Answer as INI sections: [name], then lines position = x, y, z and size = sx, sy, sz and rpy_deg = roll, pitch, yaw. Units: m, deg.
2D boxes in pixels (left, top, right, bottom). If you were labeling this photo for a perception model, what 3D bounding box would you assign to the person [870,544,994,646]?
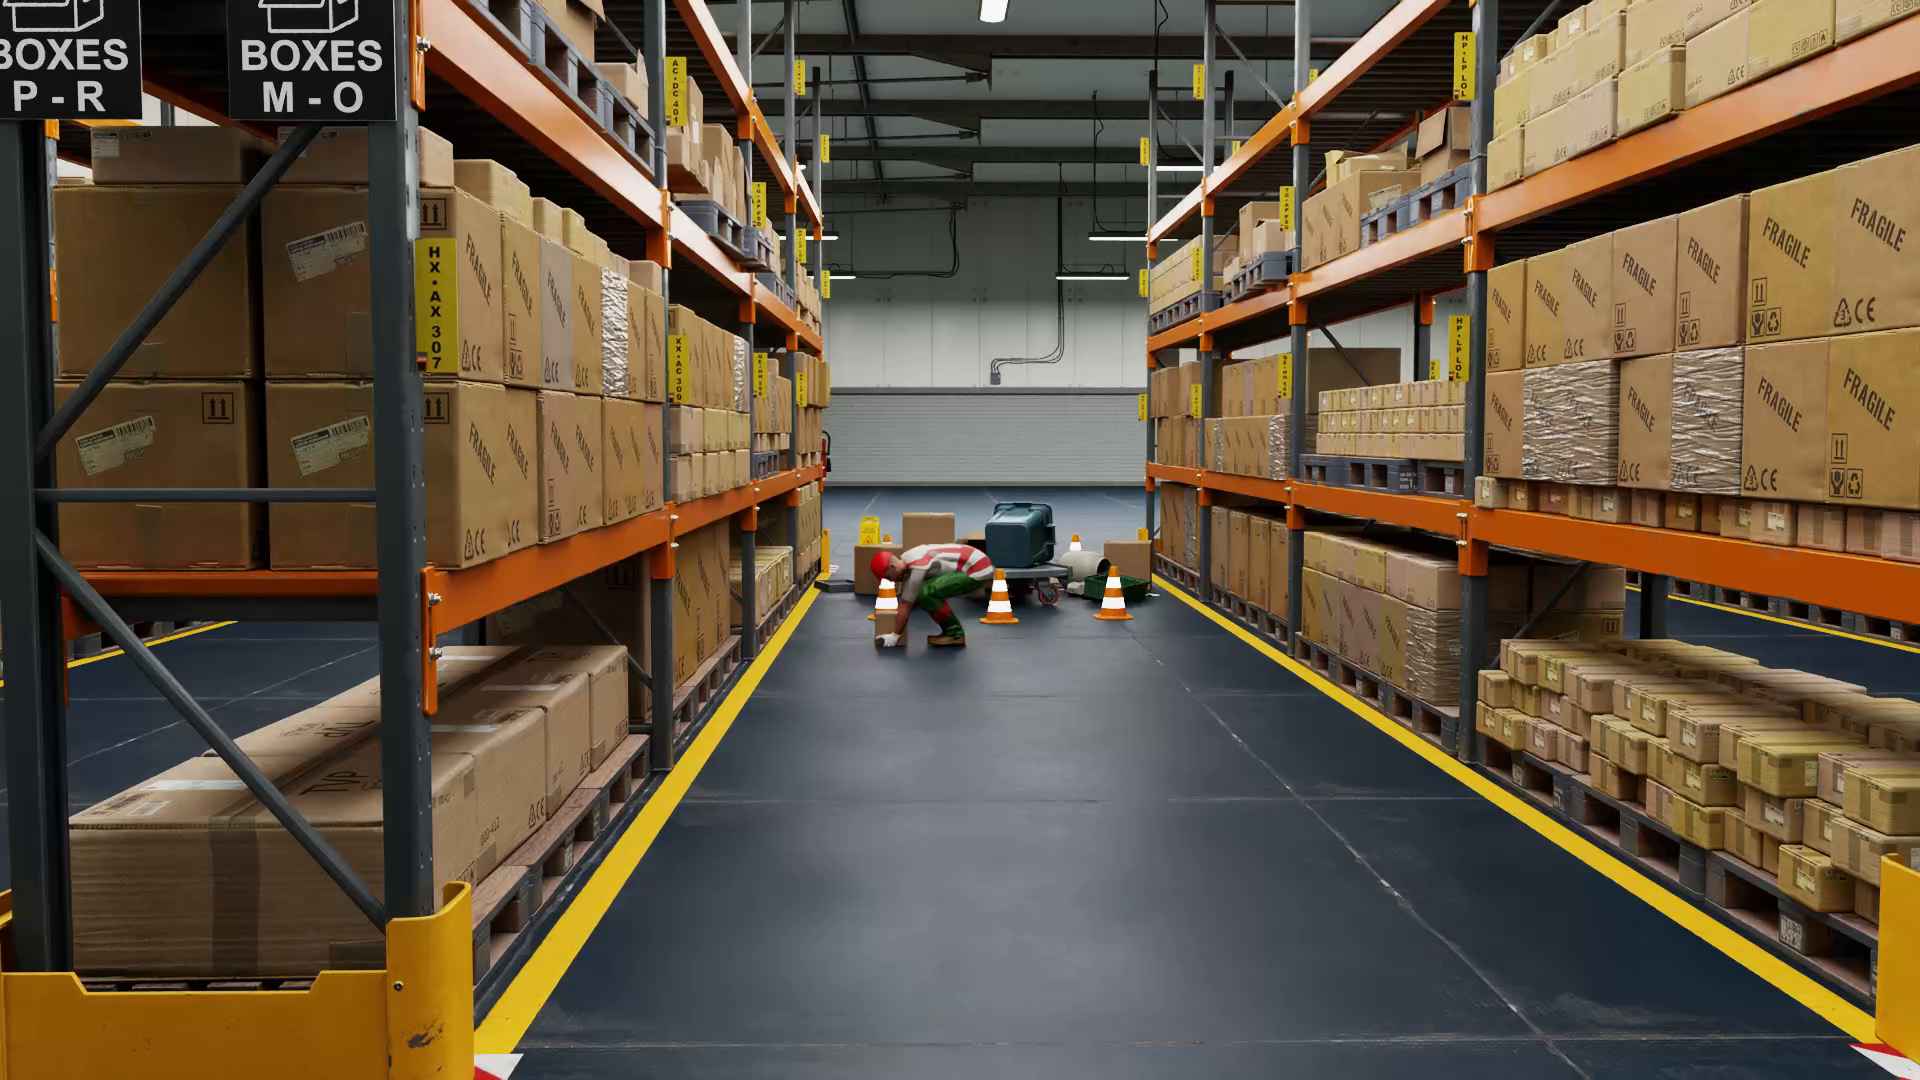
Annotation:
[person]
position = -0.221, 0.441, 13.089
size = 0.966, 0.817, 0.516
rpy_deg = 0, 4, -3
